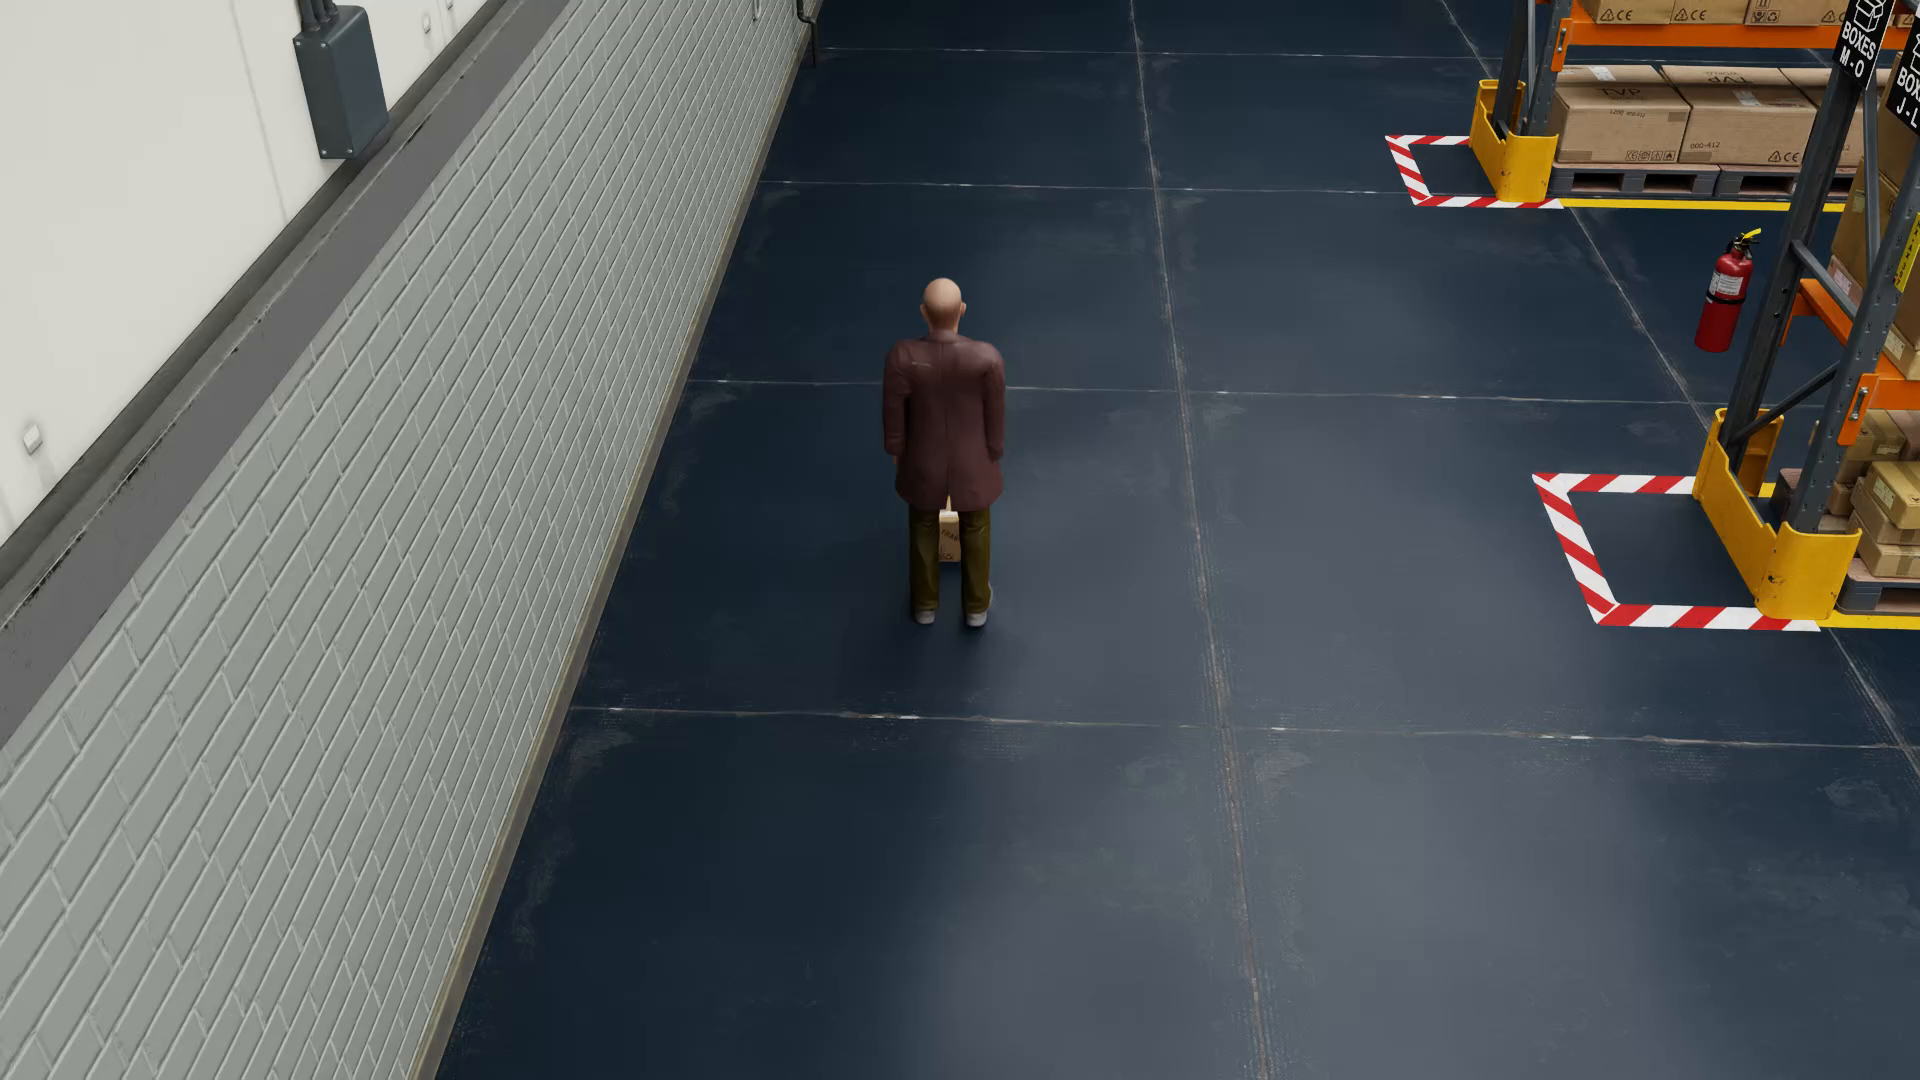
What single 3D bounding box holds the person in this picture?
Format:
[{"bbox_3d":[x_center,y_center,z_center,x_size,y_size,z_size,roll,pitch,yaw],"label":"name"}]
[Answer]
[{"bbox_3d":[-0.073,-0.398,7.713,0.565,1.771,0.380,2,35,3],"label":"person"}]
